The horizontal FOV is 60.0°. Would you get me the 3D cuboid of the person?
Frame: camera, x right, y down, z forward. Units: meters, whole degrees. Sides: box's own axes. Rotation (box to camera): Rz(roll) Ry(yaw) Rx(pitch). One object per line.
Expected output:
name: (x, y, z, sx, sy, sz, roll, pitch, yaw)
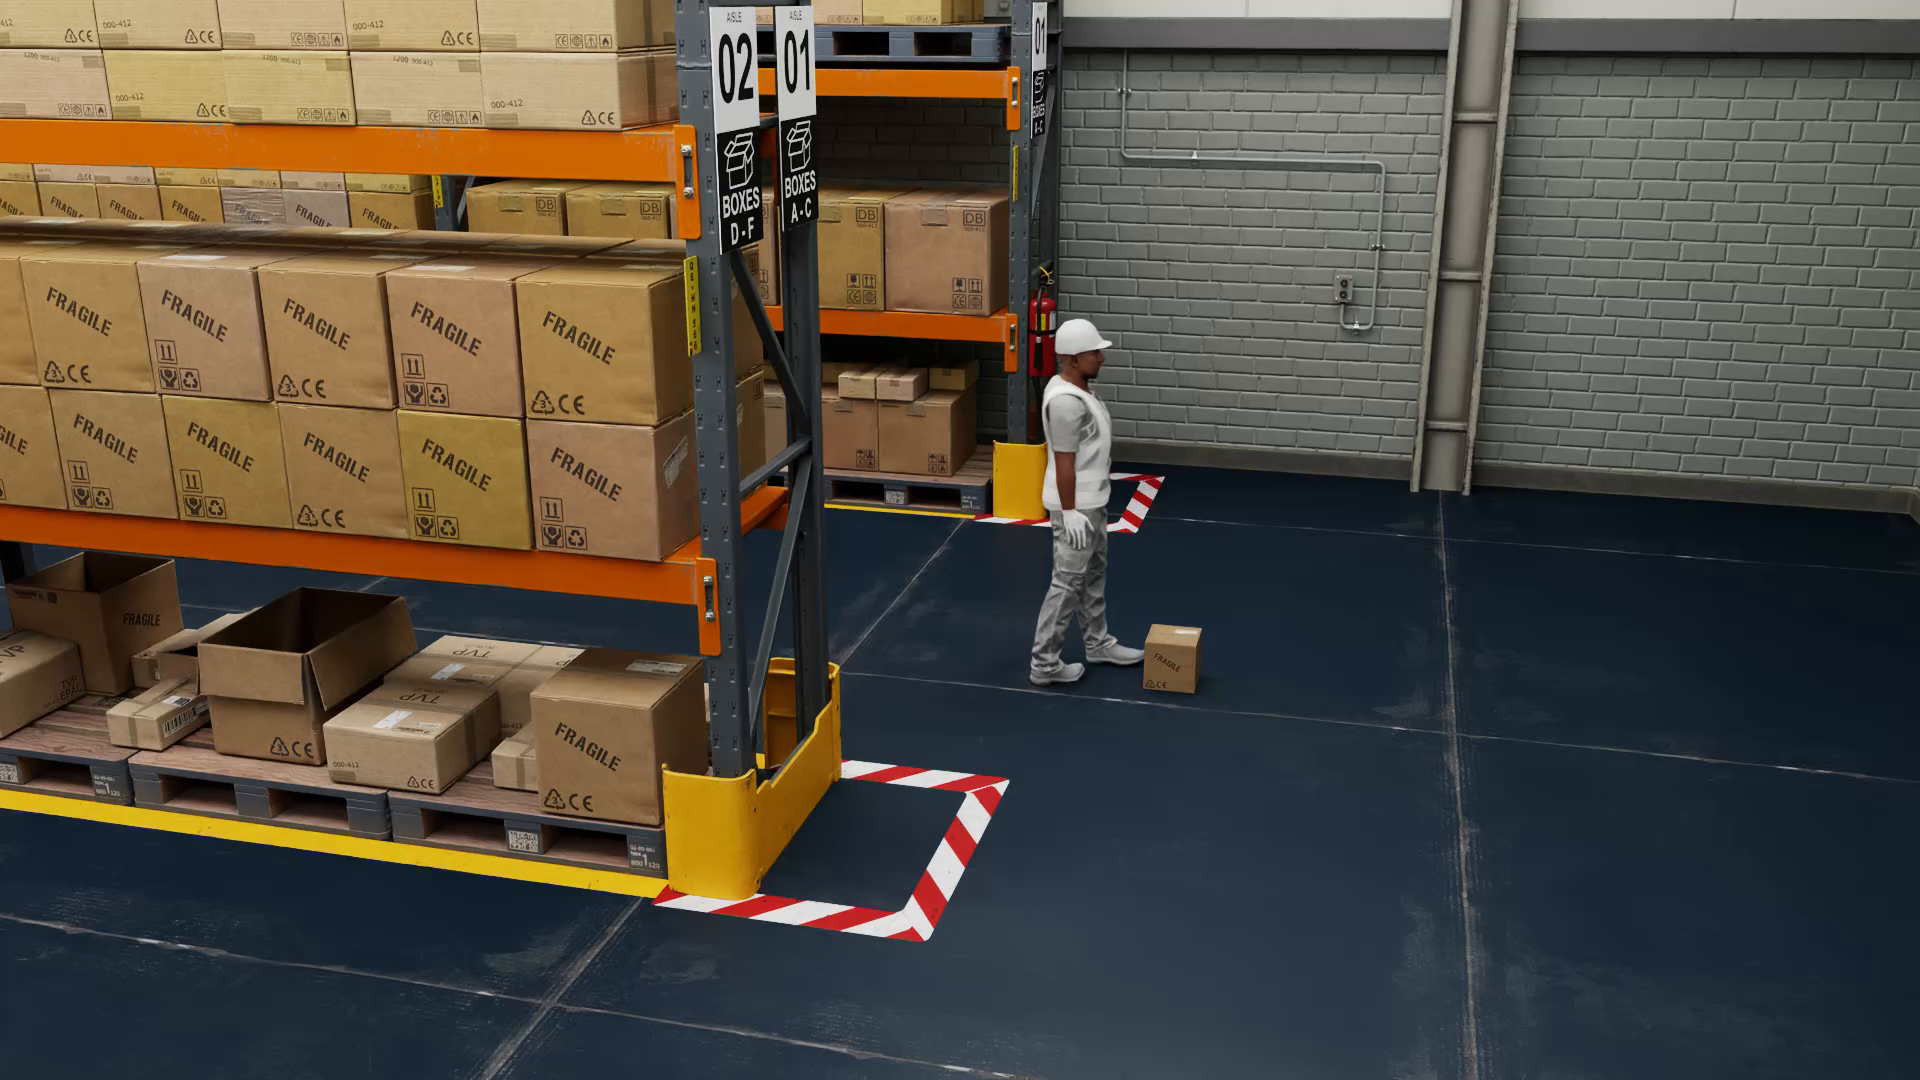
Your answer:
person: (0.648, -0.186, 8.085, 0.578, 1.788, 0.573, 2, 18, 5)
